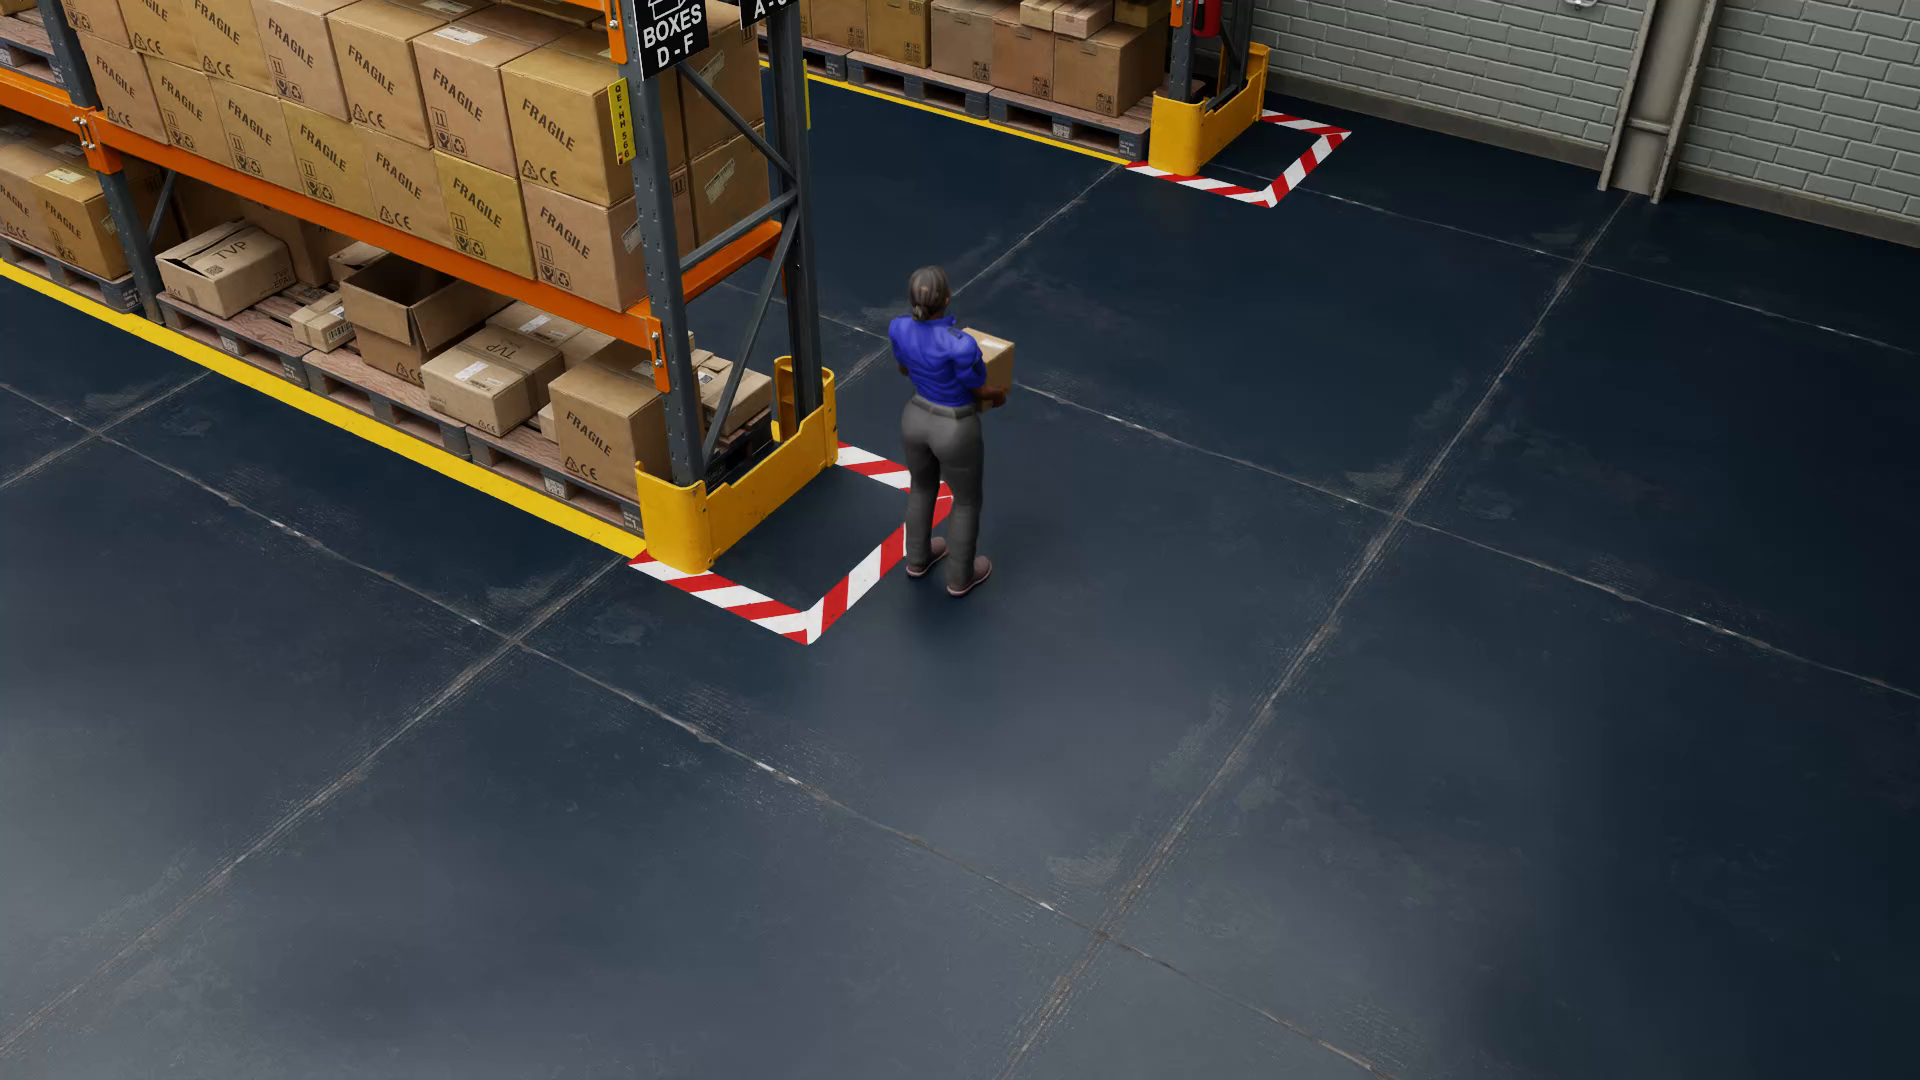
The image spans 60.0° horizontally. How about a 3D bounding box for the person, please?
[{"bbox_3d":[-0.039,-0.526,7.345,0.452,1.649,0.512,22,43,25],"label":"person"}]
